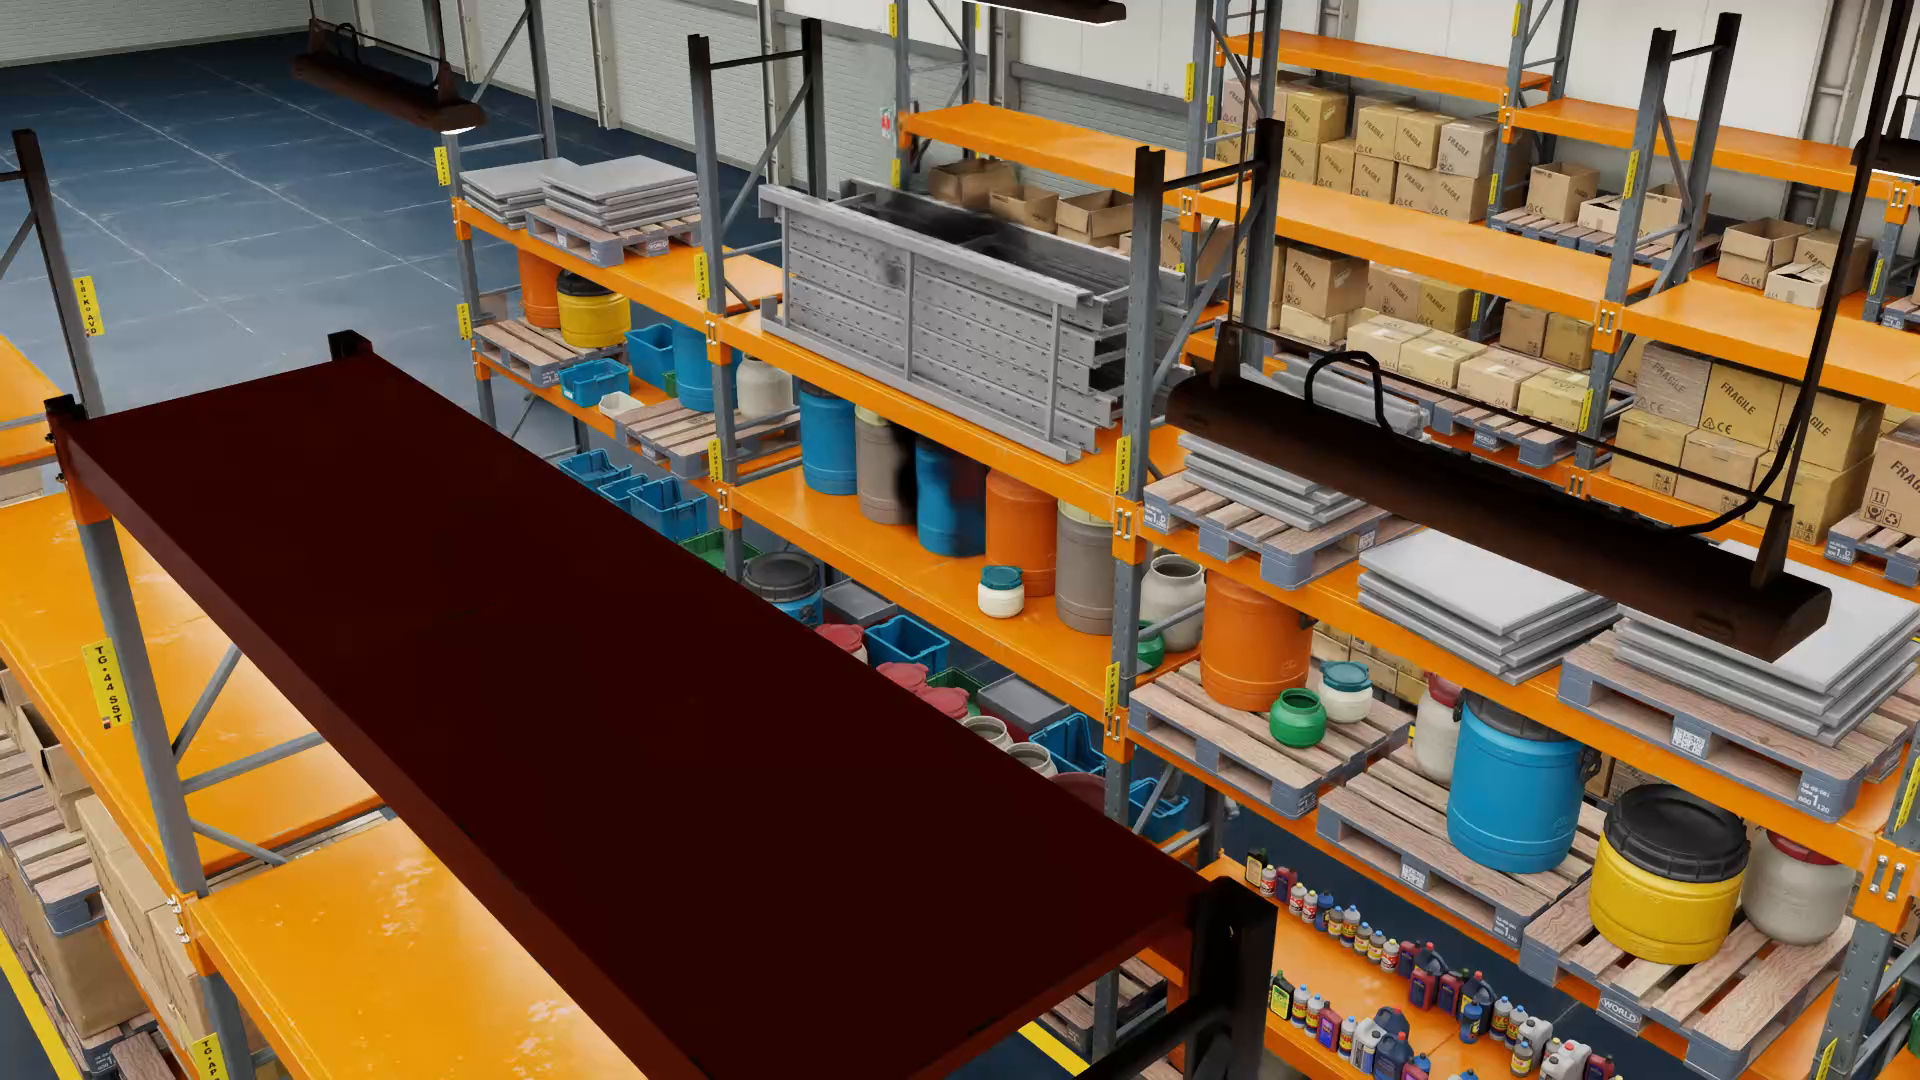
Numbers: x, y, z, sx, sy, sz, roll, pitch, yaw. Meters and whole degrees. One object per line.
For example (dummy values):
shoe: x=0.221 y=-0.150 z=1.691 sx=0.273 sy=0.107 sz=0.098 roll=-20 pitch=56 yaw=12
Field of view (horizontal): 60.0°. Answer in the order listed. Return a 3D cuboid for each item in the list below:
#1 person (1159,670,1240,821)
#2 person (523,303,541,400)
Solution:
person: x=1.757 y=1.310 z=12.417 sx=0.675 sy=1.797 sz=0.886 roll=-19 pitch=33 yaw=-33
person: x=-5.212 y=-2.583 z=20.814 sx=0.677 sy=1.710 sz=0.667 roll=-9 pitch=28 yaw=-17
